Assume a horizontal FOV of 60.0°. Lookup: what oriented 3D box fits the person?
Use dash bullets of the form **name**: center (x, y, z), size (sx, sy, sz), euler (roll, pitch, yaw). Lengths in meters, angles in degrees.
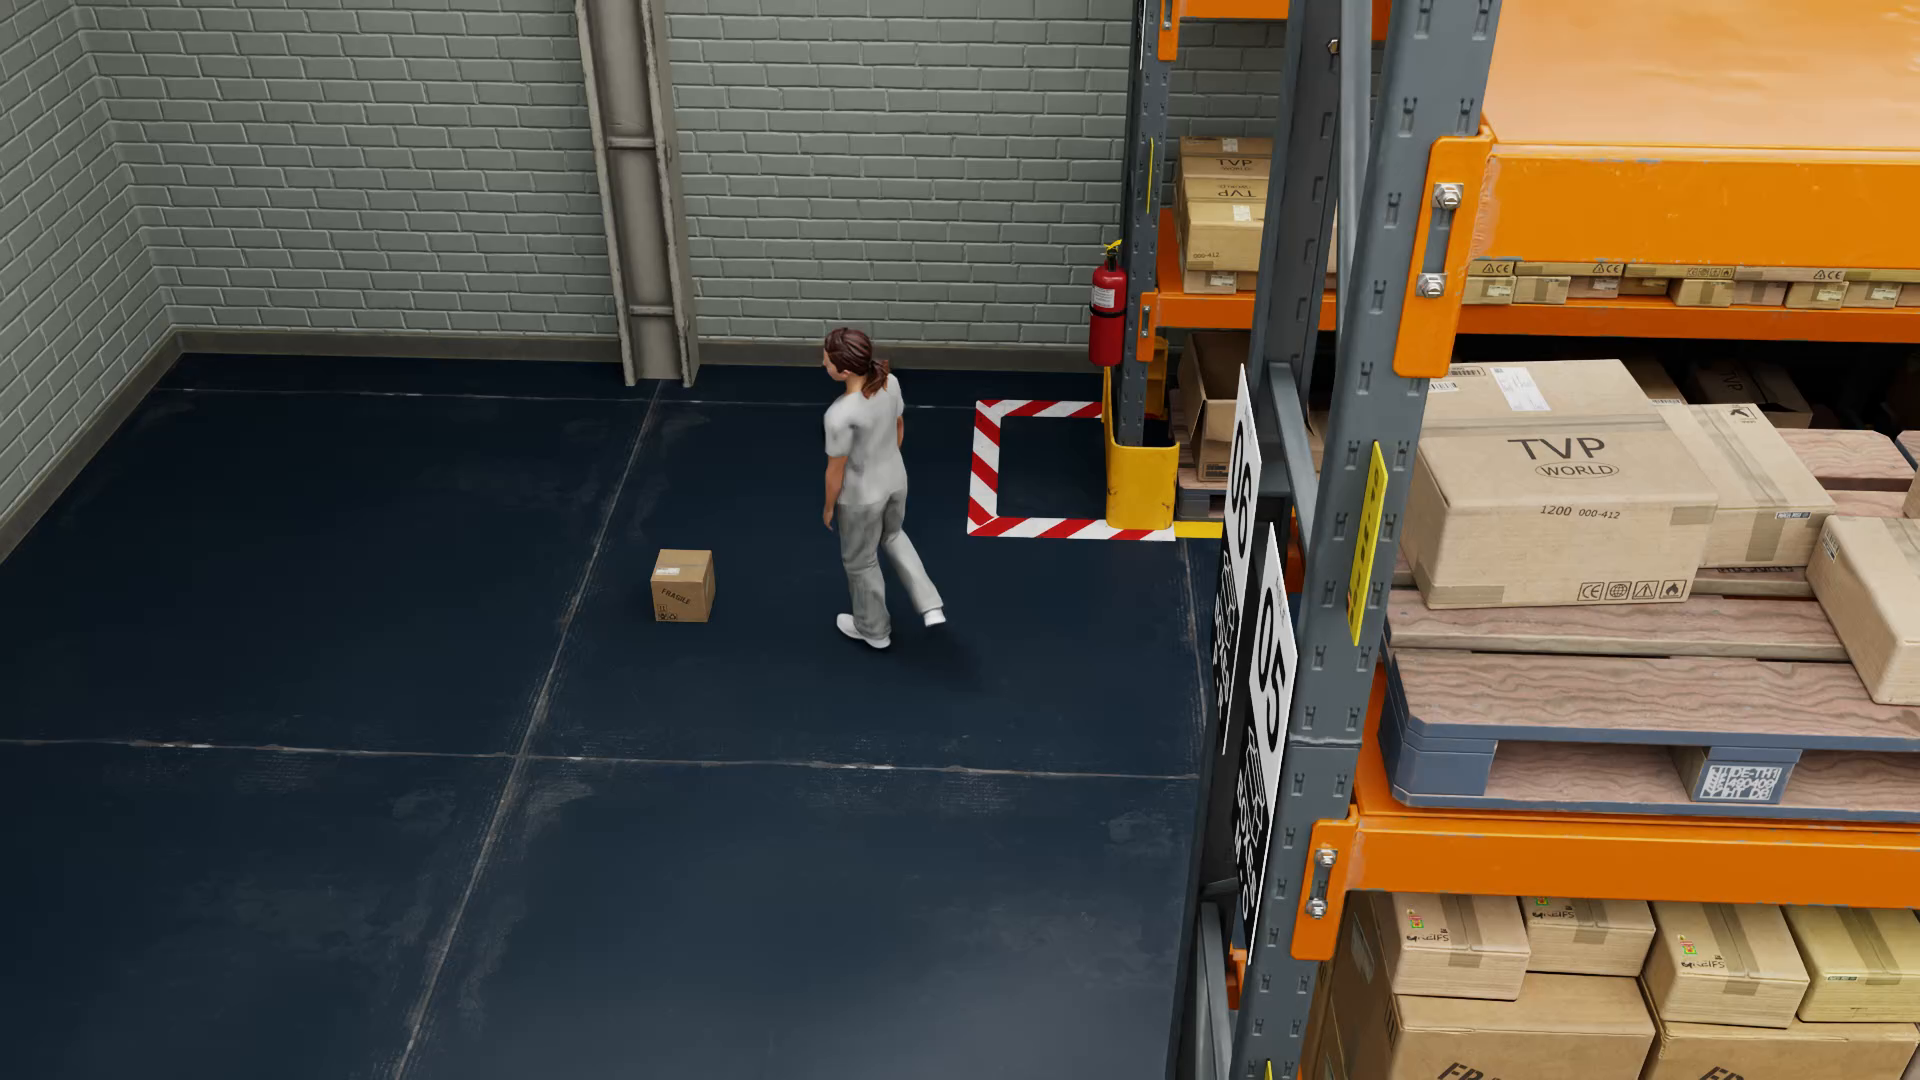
- **person**: center (-0.389, -0.208, 7.376), size (0.481, 1.665, 0.512), euler (26, 43, 32)
